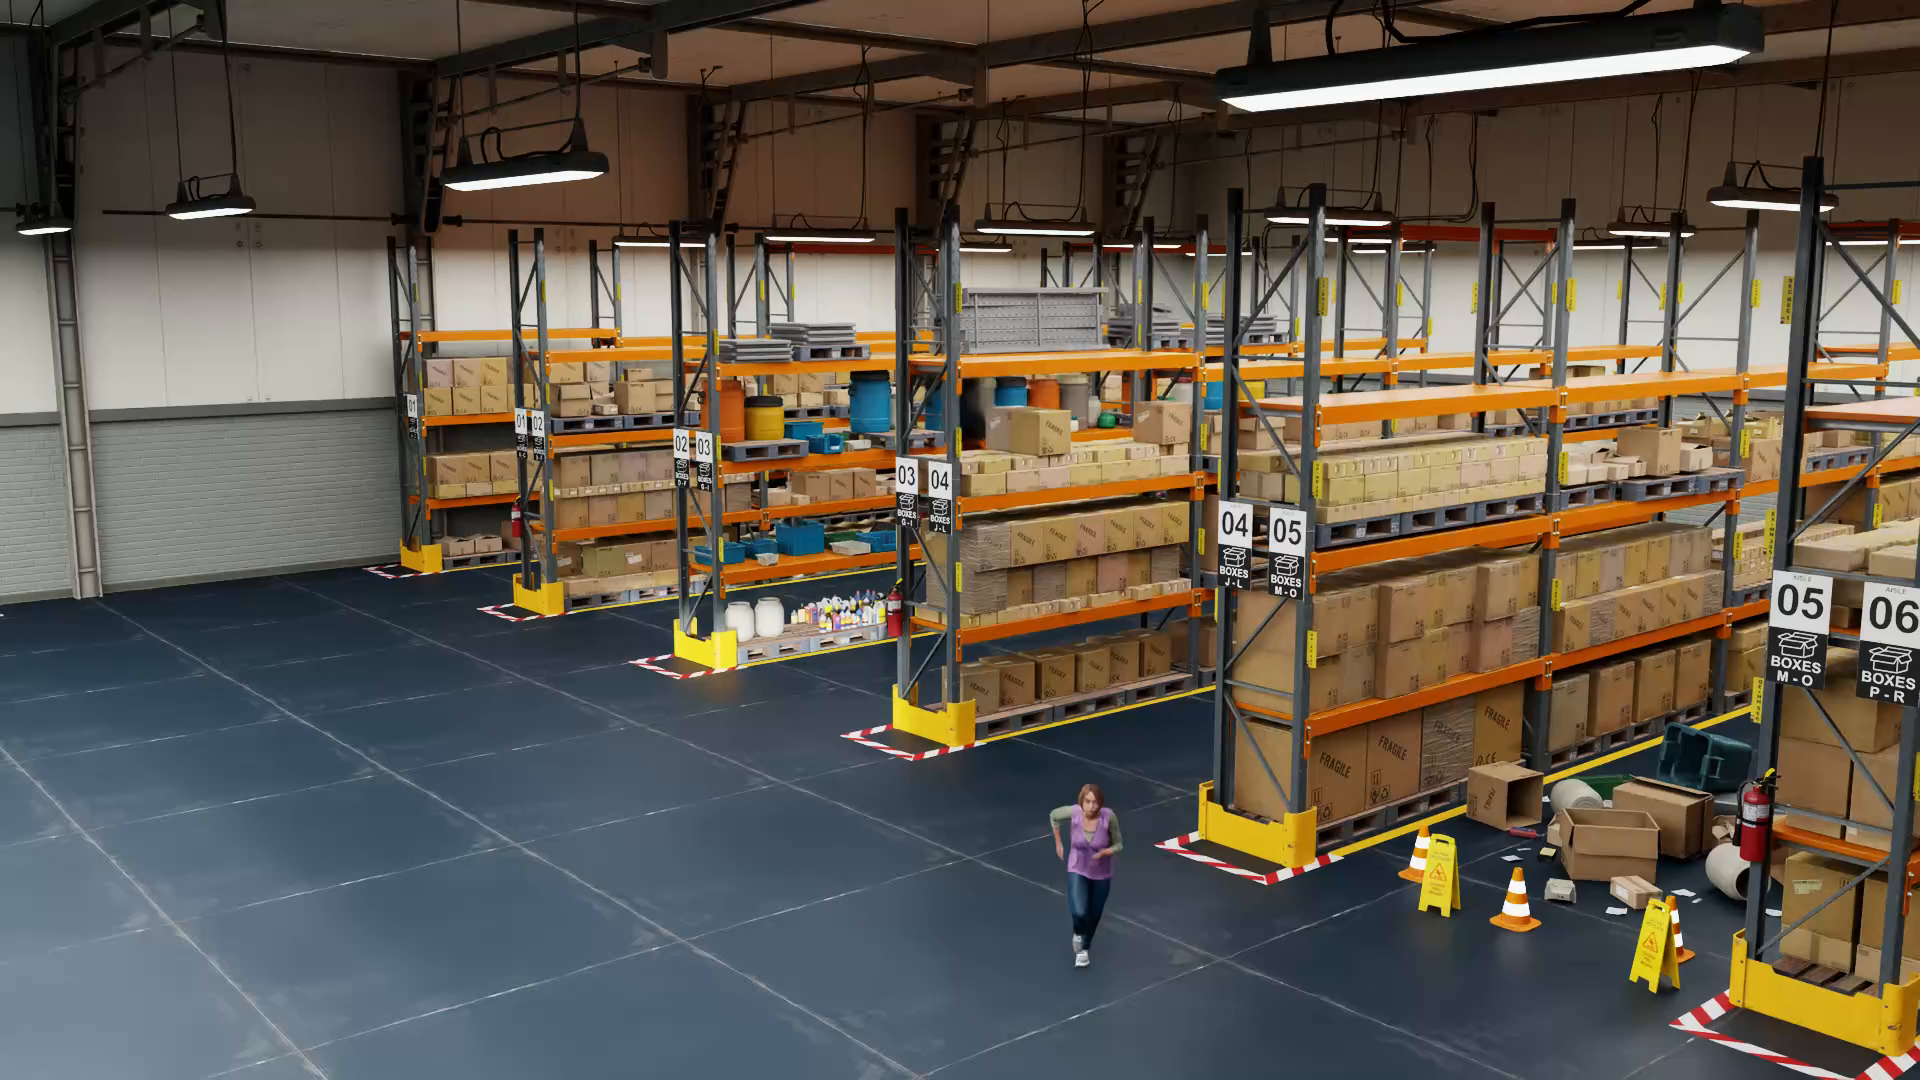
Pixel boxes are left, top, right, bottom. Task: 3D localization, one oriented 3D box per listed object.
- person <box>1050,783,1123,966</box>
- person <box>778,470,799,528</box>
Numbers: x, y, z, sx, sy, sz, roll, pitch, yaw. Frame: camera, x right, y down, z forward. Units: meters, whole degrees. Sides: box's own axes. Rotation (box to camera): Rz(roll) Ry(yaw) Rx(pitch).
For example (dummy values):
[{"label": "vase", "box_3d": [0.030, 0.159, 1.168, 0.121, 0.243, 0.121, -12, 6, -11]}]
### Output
[{"label": "person", "box_3d": [0.945, 2.527, 12.435, 0.524, 1.509, 0.743, 0, 9, 0]}, {"label": "person", "box_3d": [-3.278, -0.544, 32.114, 0.506, 1.569, 0.662, 6, 11, 36]}]
